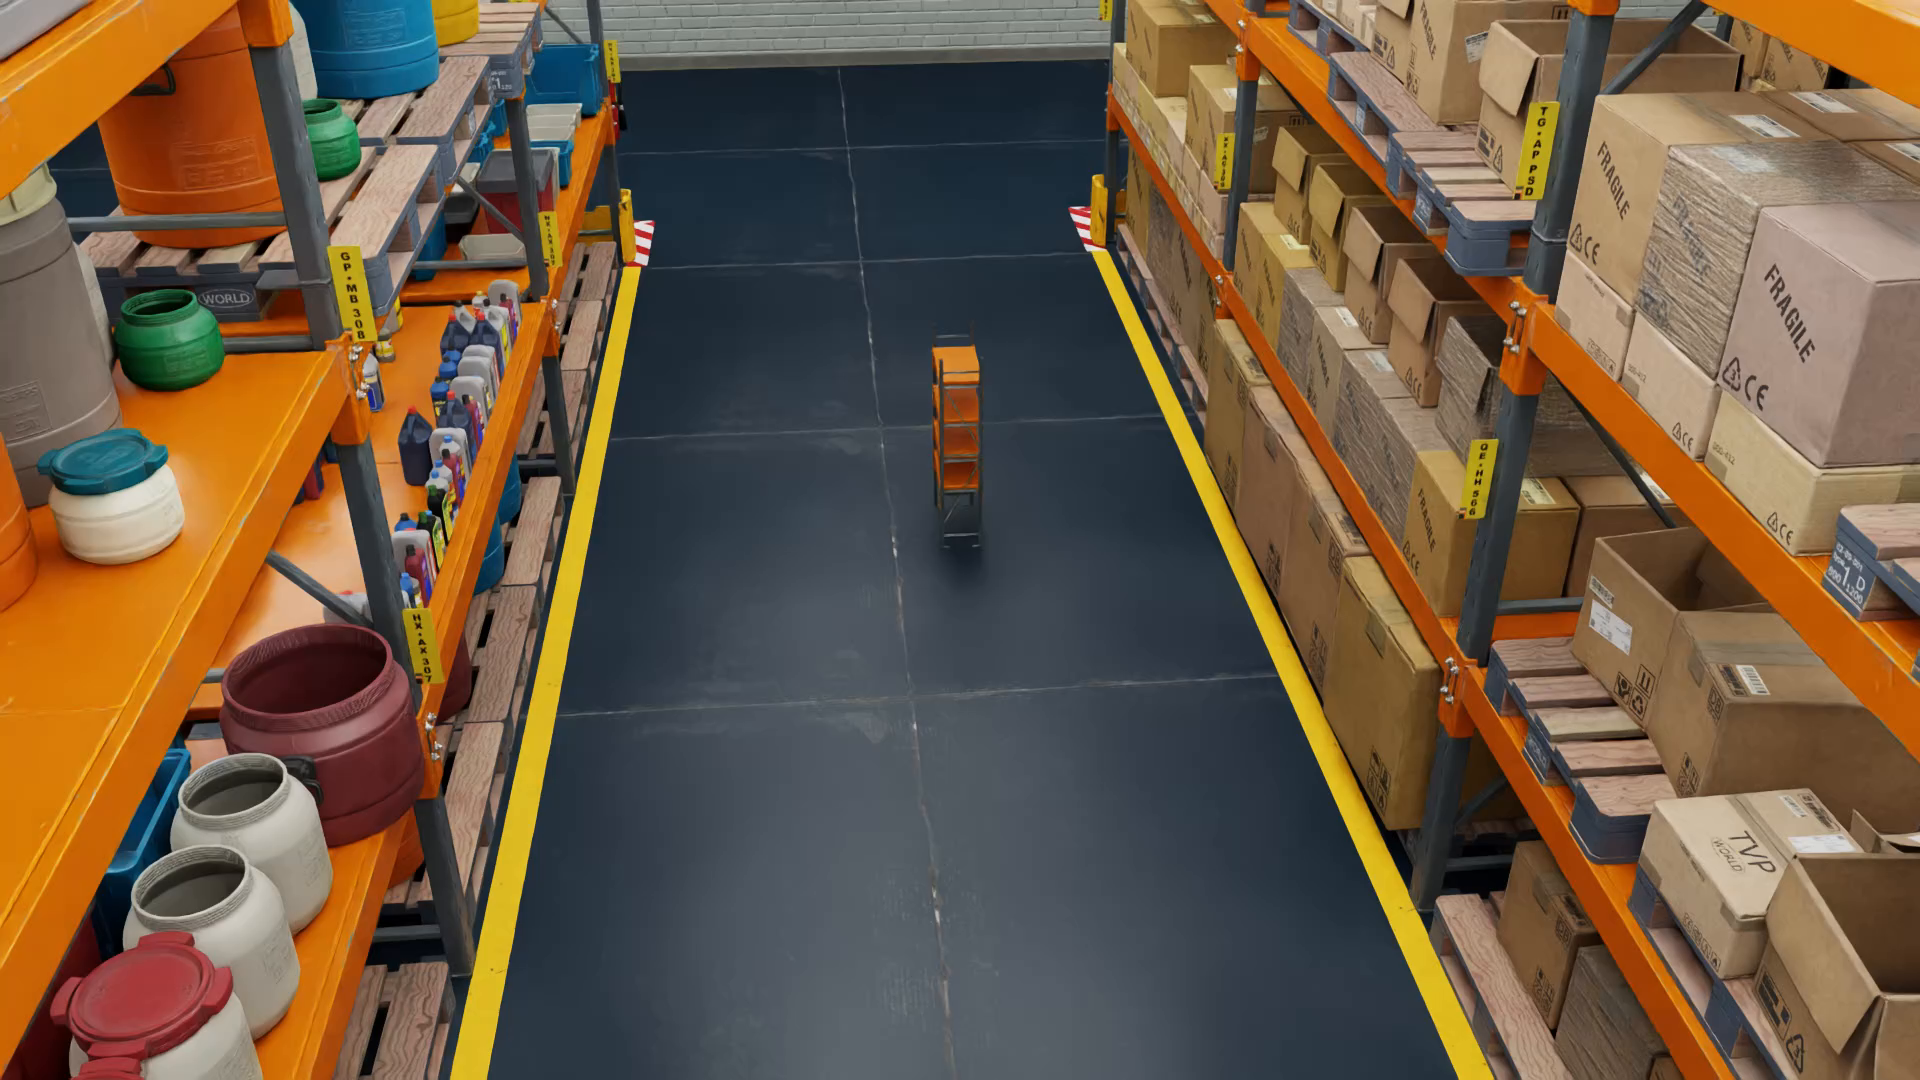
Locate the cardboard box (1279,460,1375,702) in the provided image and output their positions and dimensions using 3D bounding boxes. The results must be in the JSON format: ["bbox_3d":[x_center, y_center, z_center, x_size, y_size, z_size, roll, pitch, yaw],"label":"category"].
[{"bbox_3d":[2.322,0.172,8.200,1.225,0.875,0.875,-3,31,-4],"label":"cardboard box"}]

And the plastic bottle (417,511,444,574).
[{"bbox_3d":[-2.218,-0.007,6.950,0.061,0.283,0.133,-3,31,-5],"label":"plastic bottle"}]

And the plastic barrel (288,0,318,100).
[{"bbox_3d":[-2.805,-1.938,6.603,0.433,0.535,0.433,0,31,0],"label":"plastic barrel"}]

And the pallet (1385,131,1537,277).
[{"bbox_3d":[2.329,-1.284,6.234,1.213,0.211,1.003,-1,31,-2],"label":"pallet"}]

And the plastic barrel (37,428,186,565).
[{"bbox_3d":[-2.138,-0.104,4.209,0.301,0.262,0.301,0,31,0],"label":"plastic barrel"}]

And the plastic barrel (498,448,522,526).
[{"bbox_3d":[-2.829,-0.557,9.394,0.600,0.901,0.708,-3,31,-5],"label":"plastic barrel"}]

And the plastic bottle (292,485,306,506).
[{"bbox_3d":[-3.032,-0.345,7.452,0.144,0.351,0.185,-3,31,-5],"label":"plastic bottle"}]

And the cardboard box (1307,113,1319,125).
[{"bbox_3d":[2.278,-2.435,10.027,0.500,0.500,0.500,-3,31,-5],"label":"cardboard box"}]

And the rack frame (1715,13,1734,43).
[{"bbox_3d":[6.642,-4.021,13.558,1.000,3.000,0.127,-3,31,-5],"label":"rack frame"}]

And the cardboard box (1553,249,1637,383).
[{"bbox_3d":[2.232,-0.722,5.255,0.500,0.250,0.500,-2,31,-4],"label":"cardboard box"}]

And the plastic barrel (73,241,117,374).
[{"bbox_3d":[-2.765,-0.676,4.923,0.421,0.512,0.421,0,31,0],"label":"plastic barrel"}]

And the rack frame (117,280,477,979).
[{"bbox_3d":[-2.489,0.486,6.011,1.000,3.000,0.127,-3,31,-5],"label":"rack frame"}]

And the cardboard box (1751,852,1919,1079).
[{"bbox_3d":[2.562,1.186,4.329,0.797,0.503,0.637,0,31,0],"label":"cardboard box"}]

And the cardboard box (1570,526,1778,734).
[{"bbox_3d":[2.532,0.300,5.817,0.500,0.500,0.500,-6,31,-11],"label":"cardboard box"}]

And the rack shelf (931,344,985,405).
[{"bbox_3d":[-0.015,-0.937,9.383,0.258,0.148,0.480,-3,31,-5],"label":"rack shelf"}]

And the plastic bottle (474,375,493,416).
[{"bbox_3d":[-2.373,-0.714,8.215,0.097,0.201,0.097,0,31,0],"label":"plastic bottle"}]

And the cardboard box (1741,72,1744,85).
[{"bbox_3d":[6.346,-3.732,13.319,0.380,0.149,0.250,-3,31,-5],"label":"cardboard box"}]

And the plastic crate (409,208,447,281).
[{"bbox_3d":[-3.246,-1.797,9.790,0.392,0.384,0.575,-3,31,-5],"label":"plastic crate"}]

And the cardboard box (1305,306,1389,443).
[{"bbox_3d":[2.010,-0.814,8.090,0.500,0.500,0.500,-2,31,-4],"label":"cardboard box"}]

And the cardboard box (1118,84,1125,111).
[{"bbox_3d":[1.424,-3.400,12.762,0.380,0.149,0.250,-3,31,-5],"label":"cardboard box"}]

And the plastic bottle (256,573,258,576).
[{"bbox_3d":[-2.993,0.059,6.920,0.097,0.201,0.097,0,31,0],"label":"plastic bottle"}]

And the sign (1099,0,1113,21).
[{"bbox_3d":[1.141,-4.217,12.965,0.100,0.325,0.005,-3,31,-5],"label":"sign"}]

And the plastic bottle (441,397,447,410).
[{"bbox_3d":[-2.399,-0.555,7.880,0.097,0.271,0.097,0,31,0],"label":"plastic bottle"}]

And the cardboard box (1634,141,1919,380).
[{"bbox_3d":[2.273,-0.785,4.629,0.500,0.500,0.500,-3,31,-4],"label":"cardboard box"}]

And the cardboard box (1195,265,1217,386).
[{"bbox_3d":[2.086,-1.402,10.835,0.875,0.875,0.875,-3,31,-5],"label":"cardboard box"}]

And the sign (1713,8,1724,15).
[{"bbox_3d":[6.102,-4.367,13.292,0.100,0.325,0.005,-3,31,-5],"label":"sign"}]

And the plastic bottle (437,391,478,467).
[{"bbox_3d":[-2.349,-0.519,7.742,0.144,0.351,0.185,-3,31,-5],"label":"plastic bottle"}]

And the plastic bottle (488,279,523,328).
[{"bbox_3d":[-2.505,-1.317,9.151,0.152,0.276,0.135,-3,31,-5],"label":"plastic bottle"}]

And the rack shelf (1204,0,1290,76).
[{"bbox_3d":[1.881,-3.793,10.952,1.077,0.370,4.000,-3,31,-5],"label":"rack shelf"}]

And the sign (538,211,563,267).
[{"bbox_3d":[-2.315,-1.700,9.402,0.100,0.325,0.005,-3,31,-5],"label":"sign"}]

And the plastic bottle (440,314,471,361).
[{"bbox_3d":[-2.578,-0.980,8.514,0.144,0.351,0.185,-3,31,-5],"label":"plastic bottle"}]

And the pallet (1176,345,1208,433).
[{"bbox_3d":[2.075,-0.988,11.199,1.003,0.211,1.213,-3,31,-5],"label":"pallet"}]

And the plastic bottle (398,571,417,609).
[{"bbox_3d":[-2.192,0.245,6.541,0.097,0.271,0.097,0,31,0],"label":"plastic bottle"}]

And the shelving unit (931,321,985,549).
[{"bbox_3d":[-0.015,-0.600,9.584,0.258,1.200,0.503,-3,31,-5],"label":"shelving unit"}]

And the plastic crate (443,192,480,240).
[{"bbox_3d":[-3.235,-2.022,10.420,0.437,0.125,0.590,-3,31,-5],"label":"plastic crate"}]

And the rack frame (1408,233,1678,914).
[{"bbox_3d":[2.442,0.249,6.408,1.000,3.000,0.127,-3,31,-5],"label":"rack frame"}]

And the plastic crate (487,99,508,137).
[{"bbox_3d":[-3.480,-3.074,12.076,0.416,0.233,0.300,-3,31,-5],"label":"plastic crate"}]

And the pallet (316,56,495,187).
[{"bbox_3d":[-2.584,-1.788,7.078,1.003,0.211,1.213,-3,31,-5],"label":"pallet"}]

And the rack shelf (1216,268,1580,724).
[{"bbox_3d":[2.255,-0.463,8.302,1.077,0.370,4.000,-3,31,-5],"label":"rack shelf"}]

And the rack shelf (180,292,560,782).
[{"bbox_3d":[-2.676,-0.226,7.905,1.077,0.370,4.000,-3,31,-5],"label":"rack shelf"}]

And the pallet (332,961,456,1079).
[{"bbox_3d":[-2.456,2.081,6.061,1.003,0.211,1.213,-3,31,-5],"label":"pallet"}]

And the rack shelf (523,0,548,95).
[{"bbox_3d":[-3.050,-3.556,10.555,1.077,0.370,4.000,-3,31,-5],"label":"rack shelf"}]

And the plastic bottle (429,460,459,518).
[{"bbox_3d":[-2.278,-0.227,7.331,0.097,0.271,0.097,0,31,0],"label":"plastic bottle"}]

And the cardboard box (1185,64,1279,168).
[{"bbox_3d":[1.716,-2.656,10.397,0.500,0.500,0.500,-2,31,-4],"label":"cardboard box"}]

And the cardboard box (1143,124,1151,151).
[{"bbox_3d":[1.522,-2.874,11.882,0.380,0.149,0.250,-3,31,-5],"label":"cardboard box"}]

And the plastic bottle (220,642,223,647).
[{"bbox_3d":[-2.945,0.326,6.474,0.097,0.201,0.097,0,31,0],"label":"plastic bottle"}]

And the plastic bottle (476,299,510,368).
[{"bbox_3d":[-2.452,-1.081,8.683,0.144,0.351,0.185,-3,31,-5],"label":"plastic bottle"}]

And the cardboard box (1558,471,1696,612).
[{"bbox_3d":[2.667,-0.055,6.820,0.500,0.500,0.500,-2,31,-3],"label":"cardboard box"}]

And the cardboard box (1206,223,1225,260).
[{"bbox_3d":[1.714,-1.825,10.126,0.380,0.149,0.250,-3,31,-4],"label":"cardboard box"}]

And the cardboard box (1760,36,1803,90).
[{"bbox_3d":[6.484,-3.678,12.595,0.500,0.500,0.500,-3,31,-4],"label":"cardboard box"}]

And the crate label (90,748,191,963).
[{"bbox_3d":[-2.666,0.991,5.131,0.502,0.435,0.616,-3,31,-5],"label":"crate label"}]

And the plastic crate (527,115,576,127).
[{"bbox_3d":[-2.968,-2.954,11.970,0.396,0.136,0.243,-3,31,-5],"label":"plastic crate"}]

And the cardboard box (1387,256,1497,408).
[{"bbox_3d":[2.332,-0.931,7.309,0.797,0.503,0.637,-2,31,-3],"label":"cardboard box"}]

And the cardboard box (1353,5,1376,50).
[{"bbox_3d":[2.058,-2.386,7.730,0.380,0.149,0.250,-4,31,-7],"label":"cardboard box"}]

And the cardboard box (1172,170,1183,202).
[{"bbox_3d":[1.617,-2.351,11.006,0.380,0.149,0.250,-2,31,-4],"label":"cardboard box"}]

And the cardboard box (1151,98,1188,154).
[{"bbox_3d":[1.623,-2.853,11.457,0.500,0.250,0.500,-3,31,-6],"label":"cardboard box"}]

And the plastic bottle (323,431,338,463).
[{"bbox_3d":[-2.946,-0.502,7.791,0.097,0.271,0.097,0,31,0],"label":"plastic bottle"}]

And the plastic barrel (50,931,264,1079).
[{"bbox_3d":[-2.096,1.376,4.389,0.433,0.535,0.433,0,31,0],"label":"plastic barrel"}]

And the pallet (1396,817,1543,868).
[{"bbox_3d":[2.443,1.040,7.803,1.003,0.211,1.213,-3,31,-5],"label":"pallet"}]
